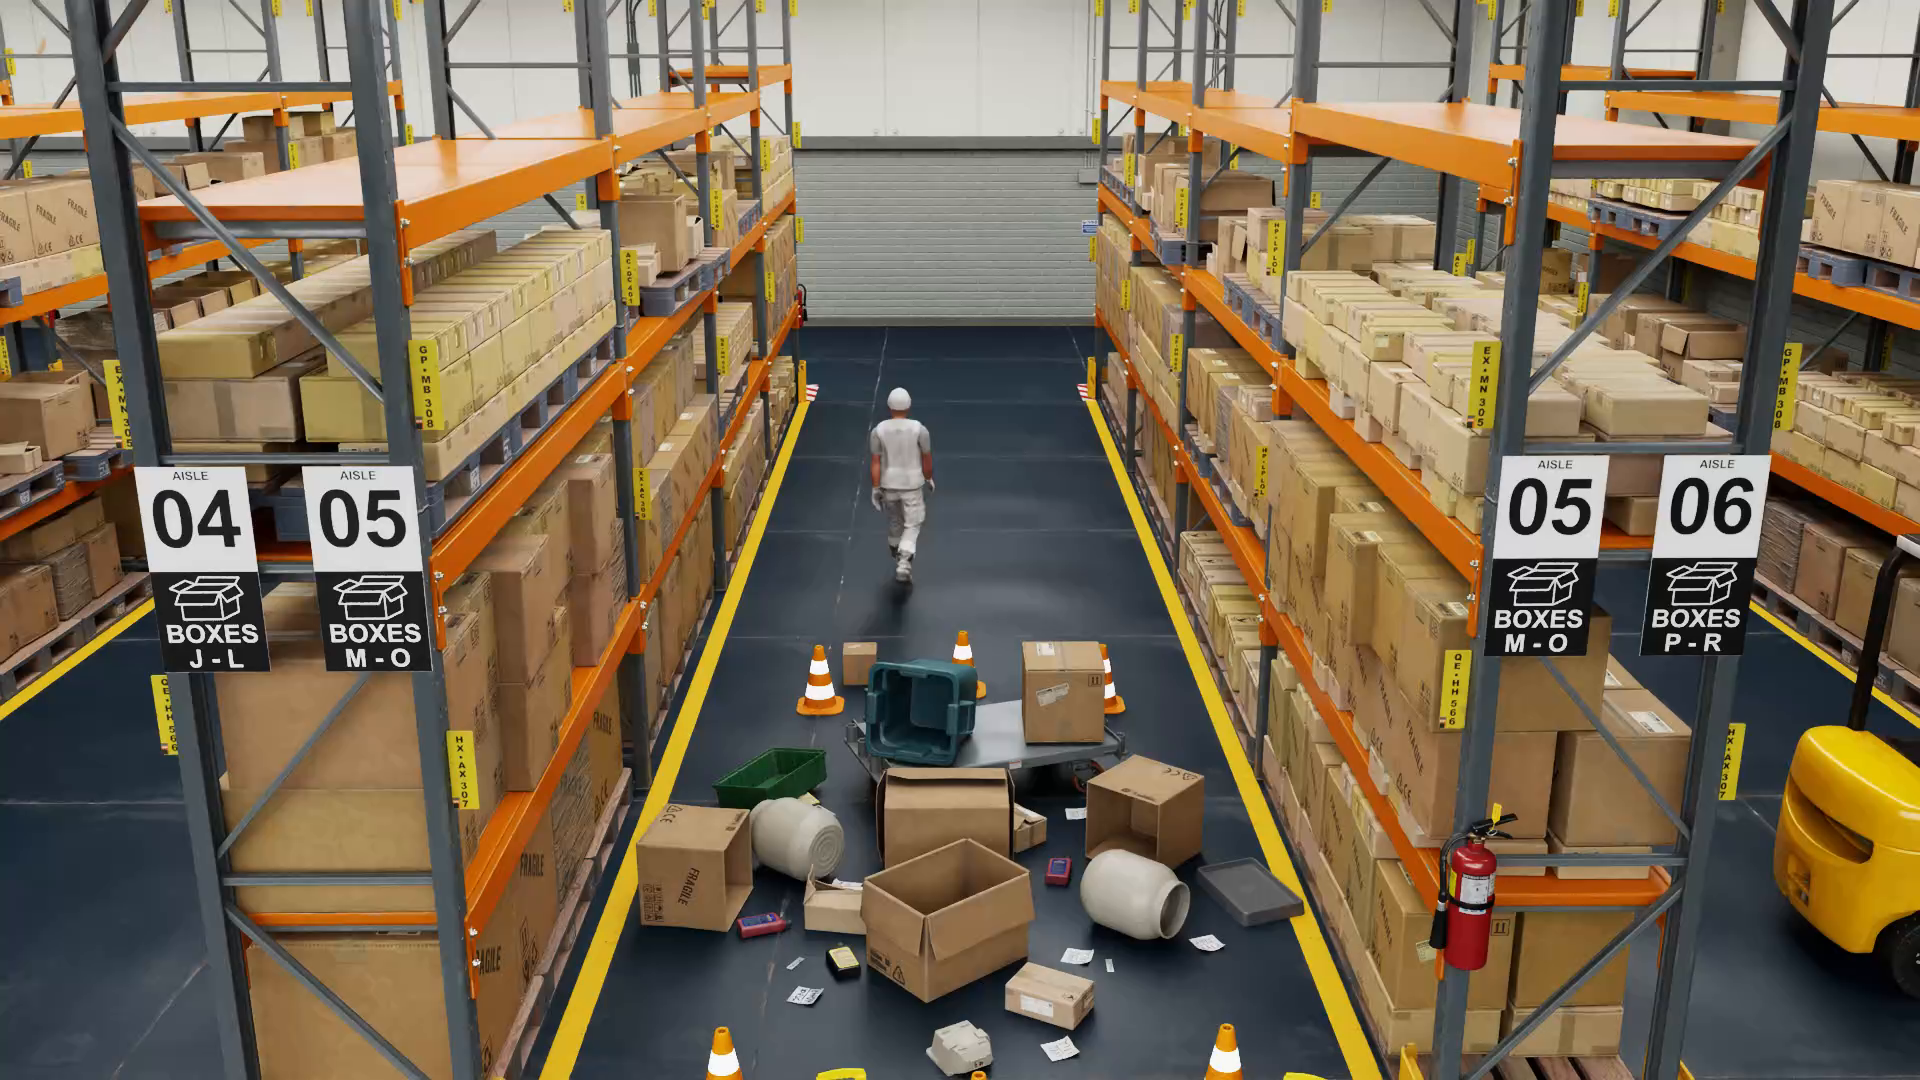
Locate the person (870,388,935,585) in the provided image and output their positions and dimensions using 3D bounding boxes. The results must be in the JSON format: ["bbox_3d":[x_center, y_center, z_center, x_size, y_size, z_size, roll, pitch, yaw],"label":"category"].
[{"bbox_3d":[-0.509,-0.475,14.558,0.529,1.747,1.036,3,17,9],"label":"person"}]
